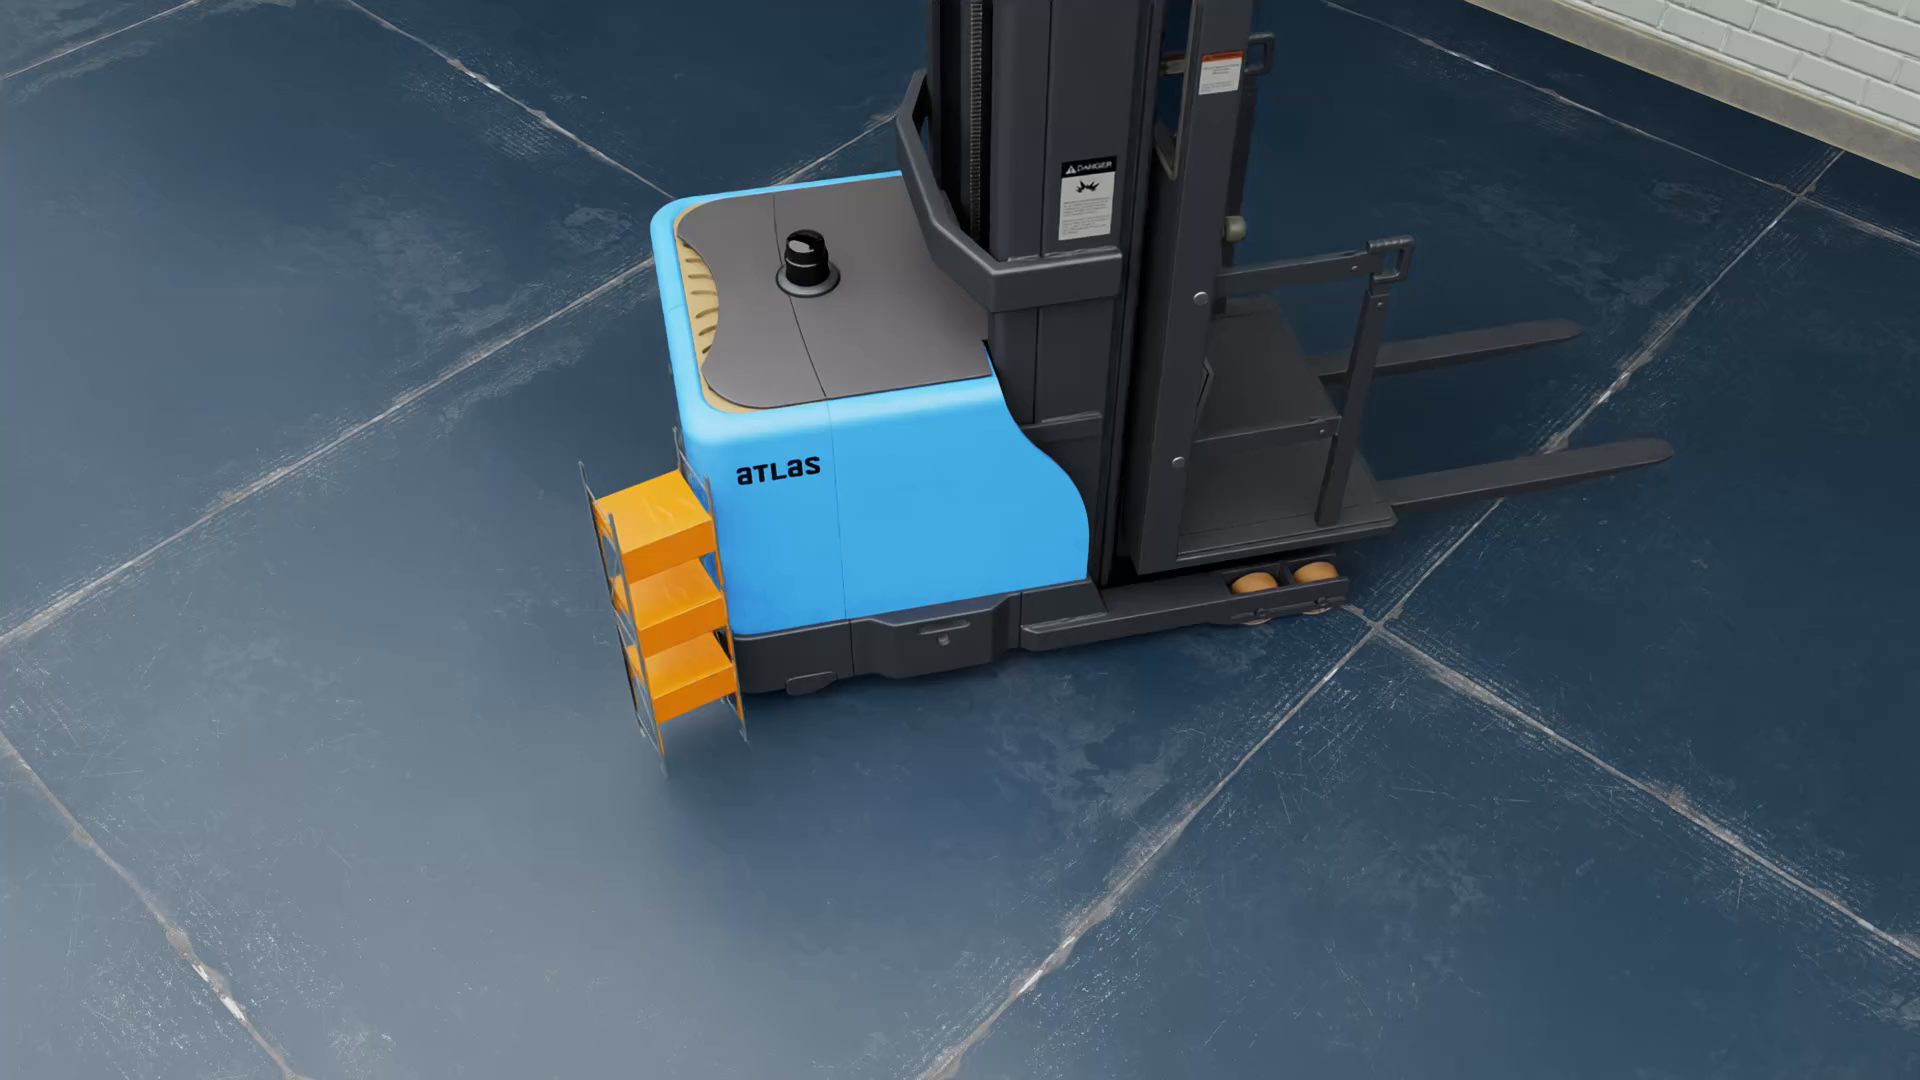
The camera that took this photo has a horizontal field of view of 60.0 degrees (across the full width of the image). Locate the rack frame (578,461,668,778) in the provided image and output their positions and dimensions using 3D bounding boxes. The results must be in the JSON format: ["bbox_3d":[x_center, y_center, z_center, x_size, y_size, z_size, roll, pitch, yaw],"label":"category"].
[{"bbox_3d":[-0.863,0.236,4.306,0.008,1.050,0.200,-23,51,-20],"label":"rack frame"}]

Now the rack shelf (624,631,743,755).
[{"bbox_3d":[-0.759,0.391,4.558,0.240,0.259,0.215,-23,51,-20],"label":"rack shelf"}]

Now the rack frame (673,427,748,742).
[{"bbox_3d":[-0.652,0.148,4.391,0.008,1.050,0.200,-23,51,-20],"label":"rack frame"}]

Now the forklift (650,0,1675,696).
[{"bbox_3d":[0.689,-1.116,4.287,3.031,2.935,1.130,-9,48,-9],"label":"forklift"}]

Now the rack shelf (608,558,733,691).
[{"bbox_3d":[-0.758,0.199,4.356,0.240,0.259,0.215,-23,51,-20],"label":"rack shelf"}]

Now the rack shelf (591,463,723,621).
[{"bbox_3d":[-0.757,0.004,4.150,0.240,0.259,0.215,-23,51,-20],"label":"rack shelf"}]

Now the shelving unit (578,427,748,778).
[{"bbox_3d":[-0.758,0.192,4.348,0.252,1.050,0.215,-23,51,-20],"label":"shelving unit"}]
